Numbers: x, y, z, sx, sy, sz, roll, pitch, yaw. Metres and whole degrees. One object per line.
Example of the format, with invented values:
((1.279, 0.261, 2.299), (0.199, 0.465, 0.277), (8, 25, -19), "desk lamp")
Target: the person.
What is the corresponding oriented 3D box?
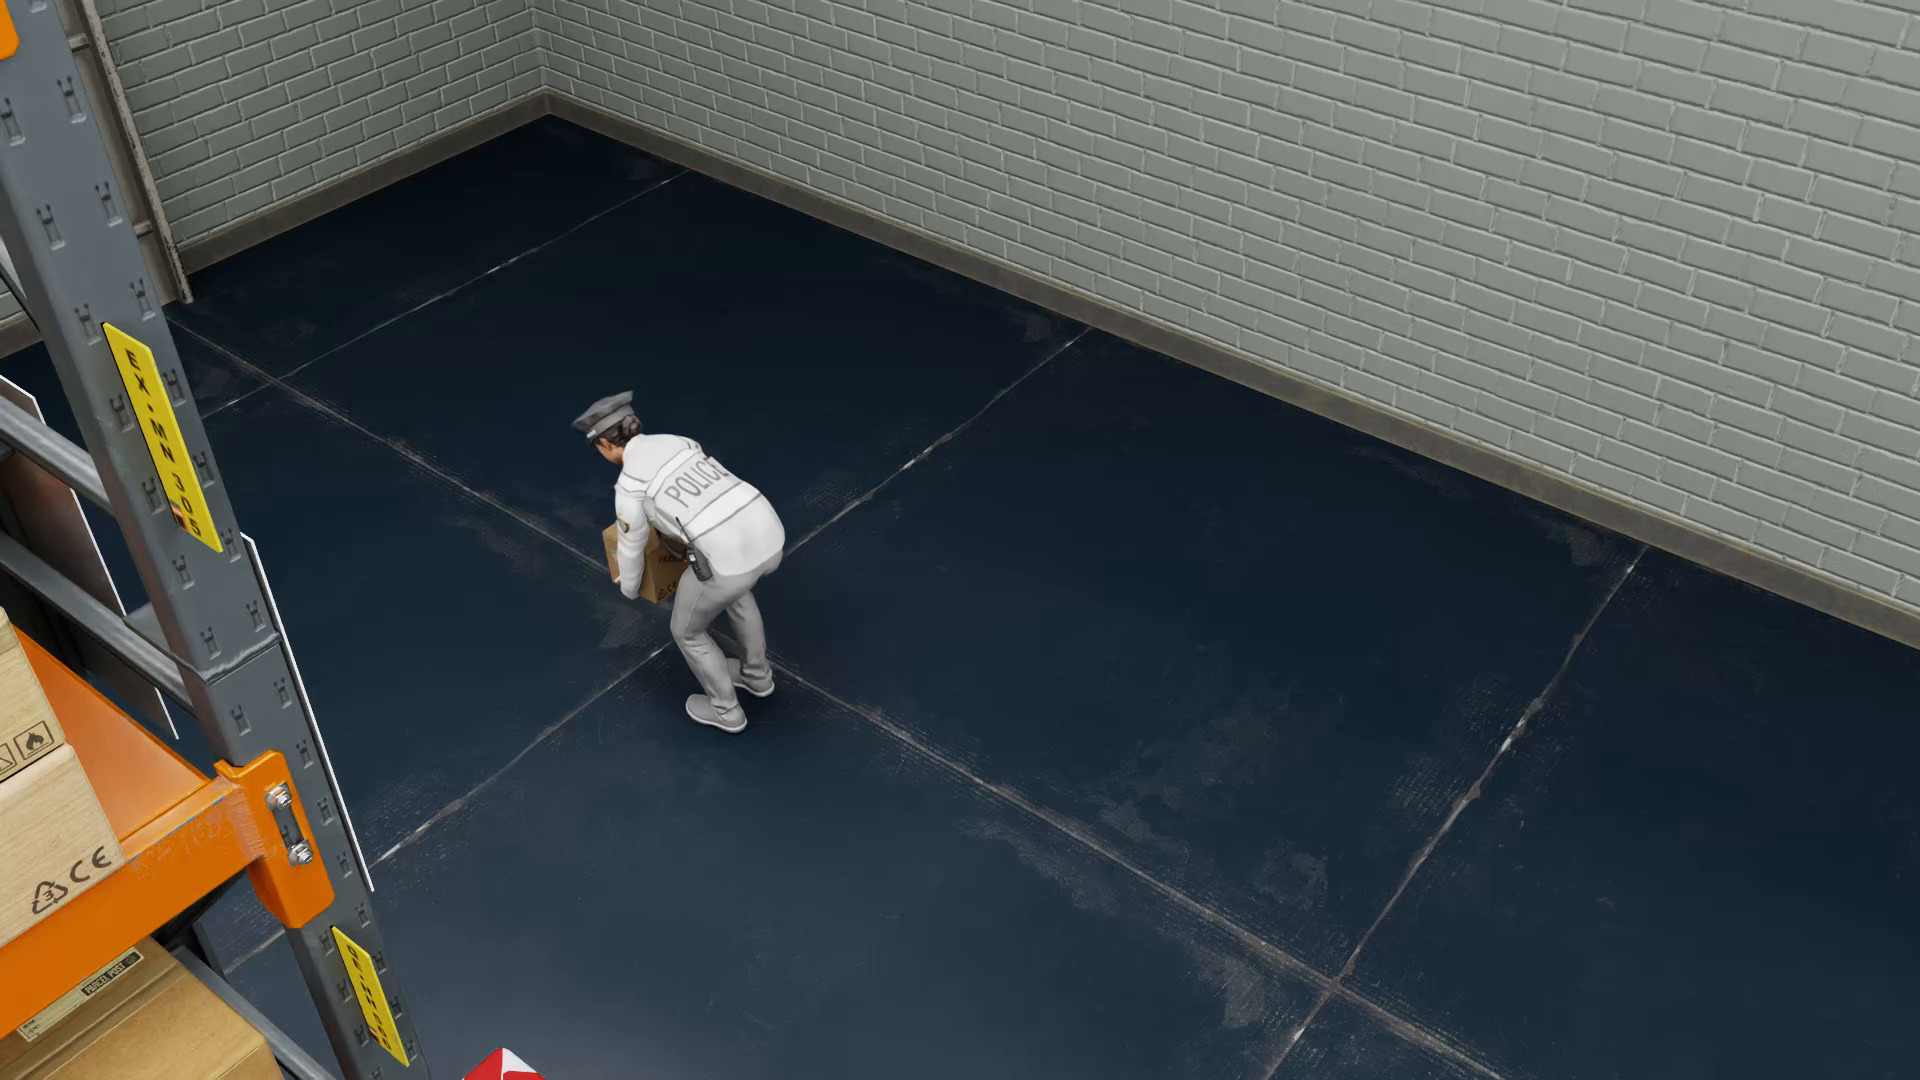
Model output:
((-1.055, 0.078, 6.354), (0.879, 1.295, 0.411), (24, 45, 27), "person")
